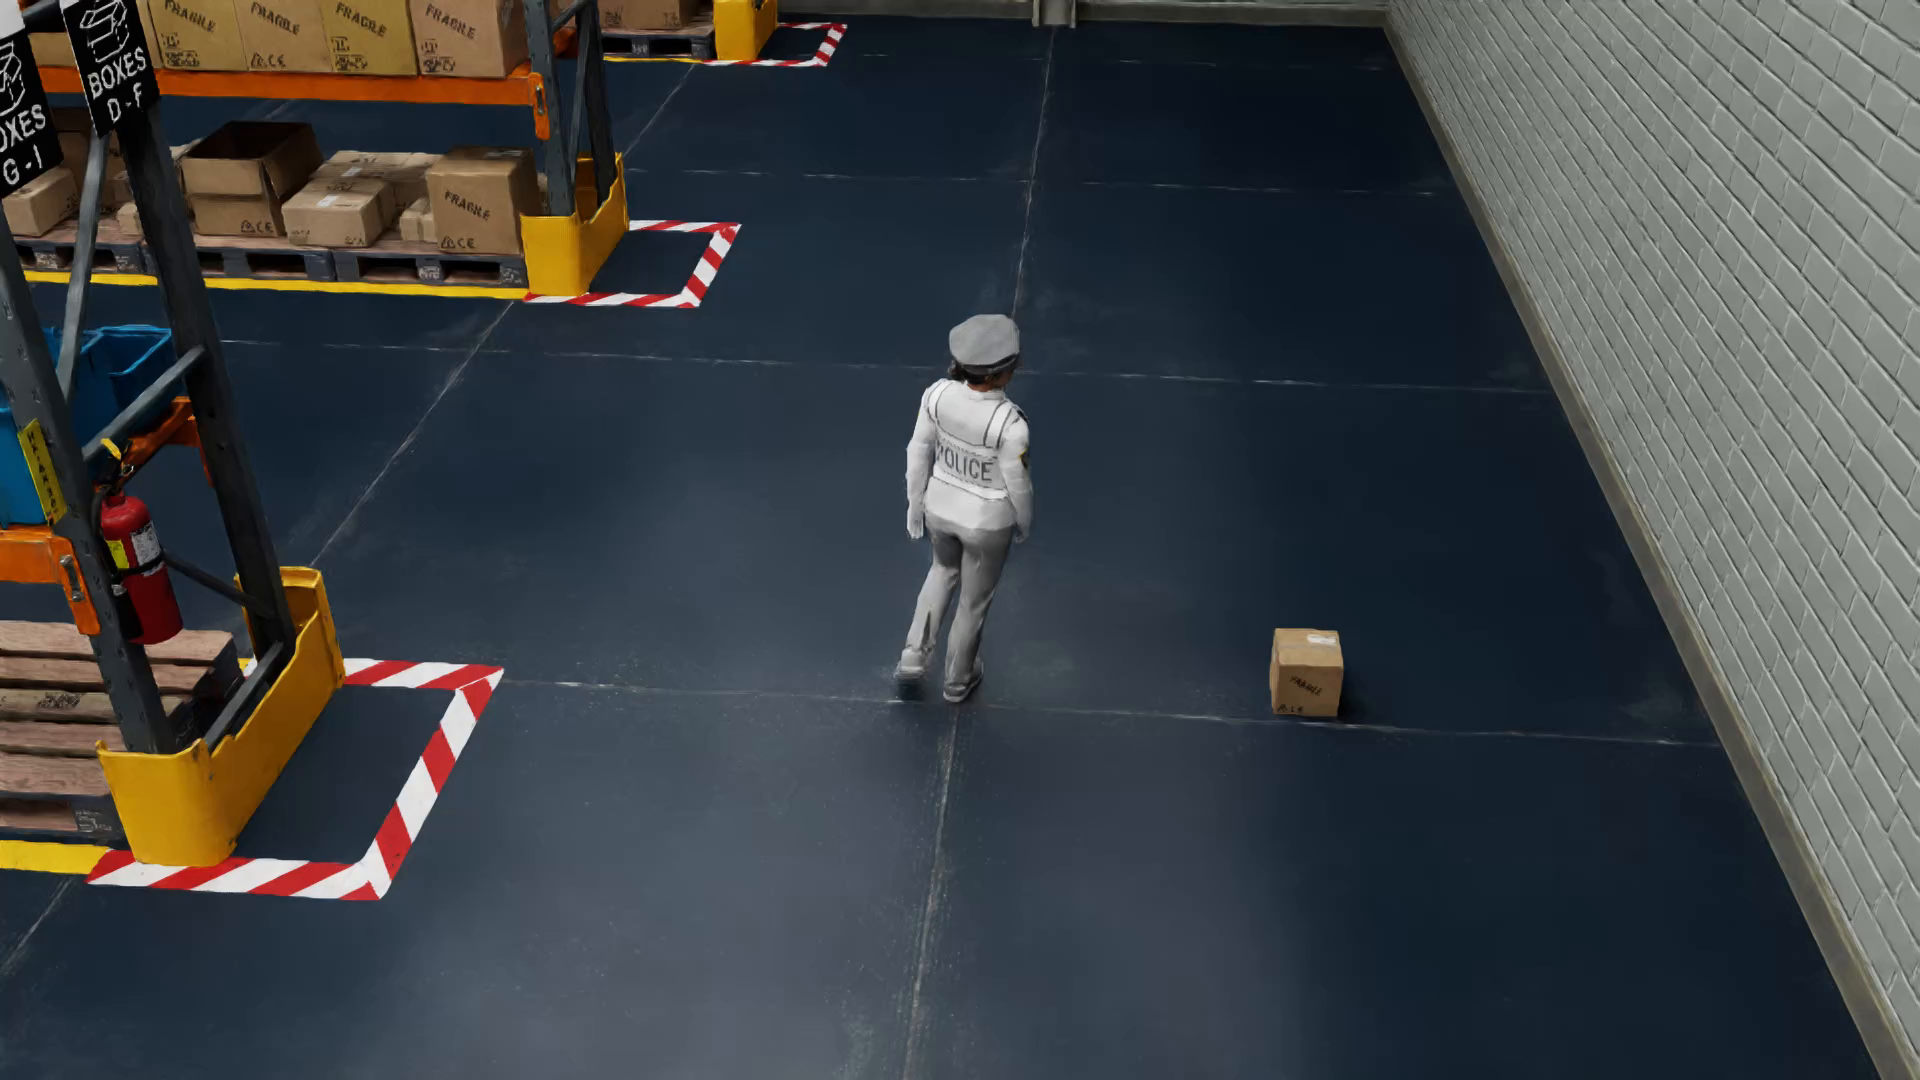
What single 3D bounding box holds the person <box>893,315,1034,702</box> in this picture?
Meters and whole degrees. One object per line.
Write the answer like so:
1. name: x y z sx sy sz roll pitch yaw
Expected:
1. person: 0.016 -0.085 6.245 0.565 1.661 0.407 19 37 27
